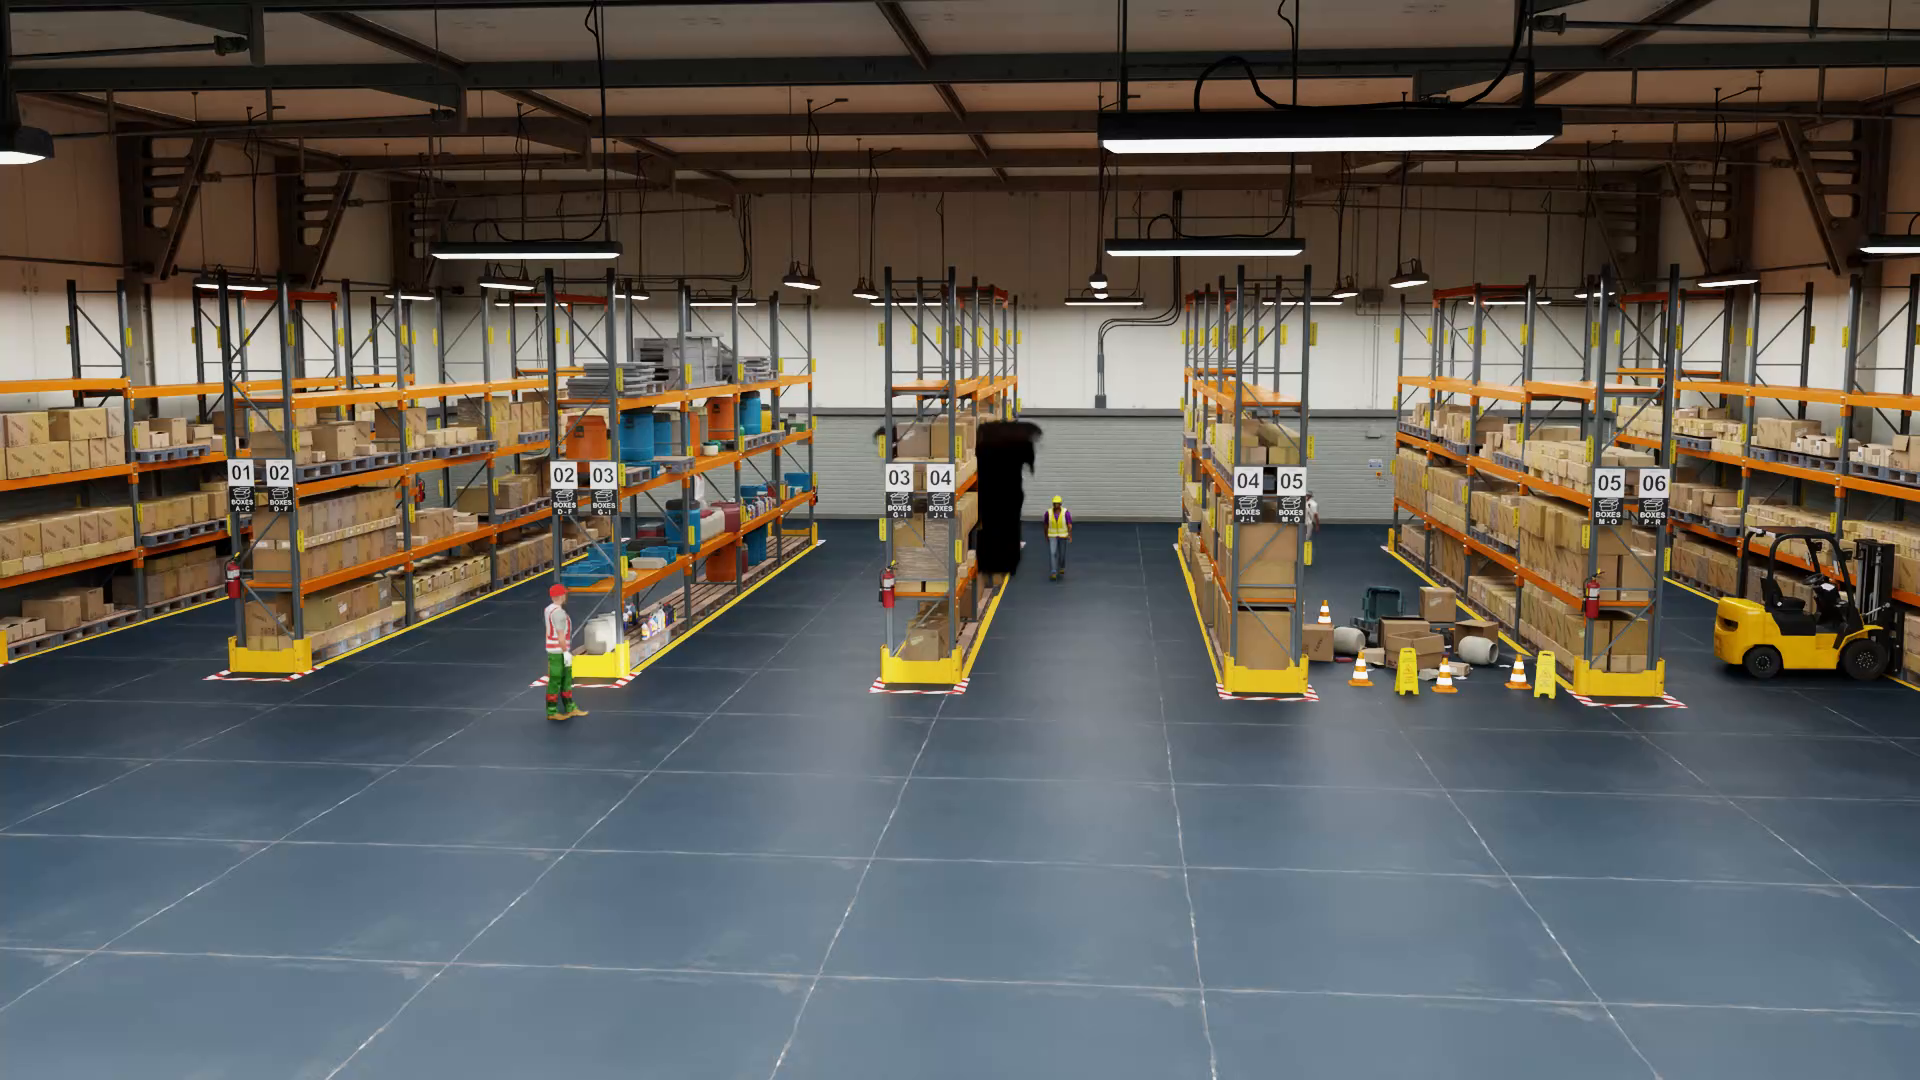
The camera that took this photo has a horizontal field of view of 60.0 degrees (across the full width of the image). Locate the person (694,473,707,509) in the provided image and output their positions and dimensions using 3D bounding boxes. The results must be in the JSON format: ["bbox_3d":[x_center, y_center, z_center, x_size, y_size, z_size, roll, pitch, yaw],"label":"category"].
[{"bbox_3d":[-6.665,-1.091,42.843,1.028,1.730,0.684,2,7,12],"label":"person"}]

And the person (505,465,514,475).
[{"bbox_3d":[-11.433,-1.054,42.619,0.456,1.772,0.553,2,7,13],"label":"person"}]

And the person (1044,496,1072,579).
[{"bbox_3d":[2.046,-0.066,34.742,0.592,1.724,1.031,0,7,3],"label":"person"}]

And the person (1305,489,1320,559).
[{"bbox_3d":[7.754,-0.339,37.210,0.521,1.634,0.970,6,9,39],"label":"person"}]

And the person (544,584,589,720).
[{"bbox_3d":[-5.193,1.476,21.875,0.535,1.809,0.599,-1,7,-9],"label":"person"}]
